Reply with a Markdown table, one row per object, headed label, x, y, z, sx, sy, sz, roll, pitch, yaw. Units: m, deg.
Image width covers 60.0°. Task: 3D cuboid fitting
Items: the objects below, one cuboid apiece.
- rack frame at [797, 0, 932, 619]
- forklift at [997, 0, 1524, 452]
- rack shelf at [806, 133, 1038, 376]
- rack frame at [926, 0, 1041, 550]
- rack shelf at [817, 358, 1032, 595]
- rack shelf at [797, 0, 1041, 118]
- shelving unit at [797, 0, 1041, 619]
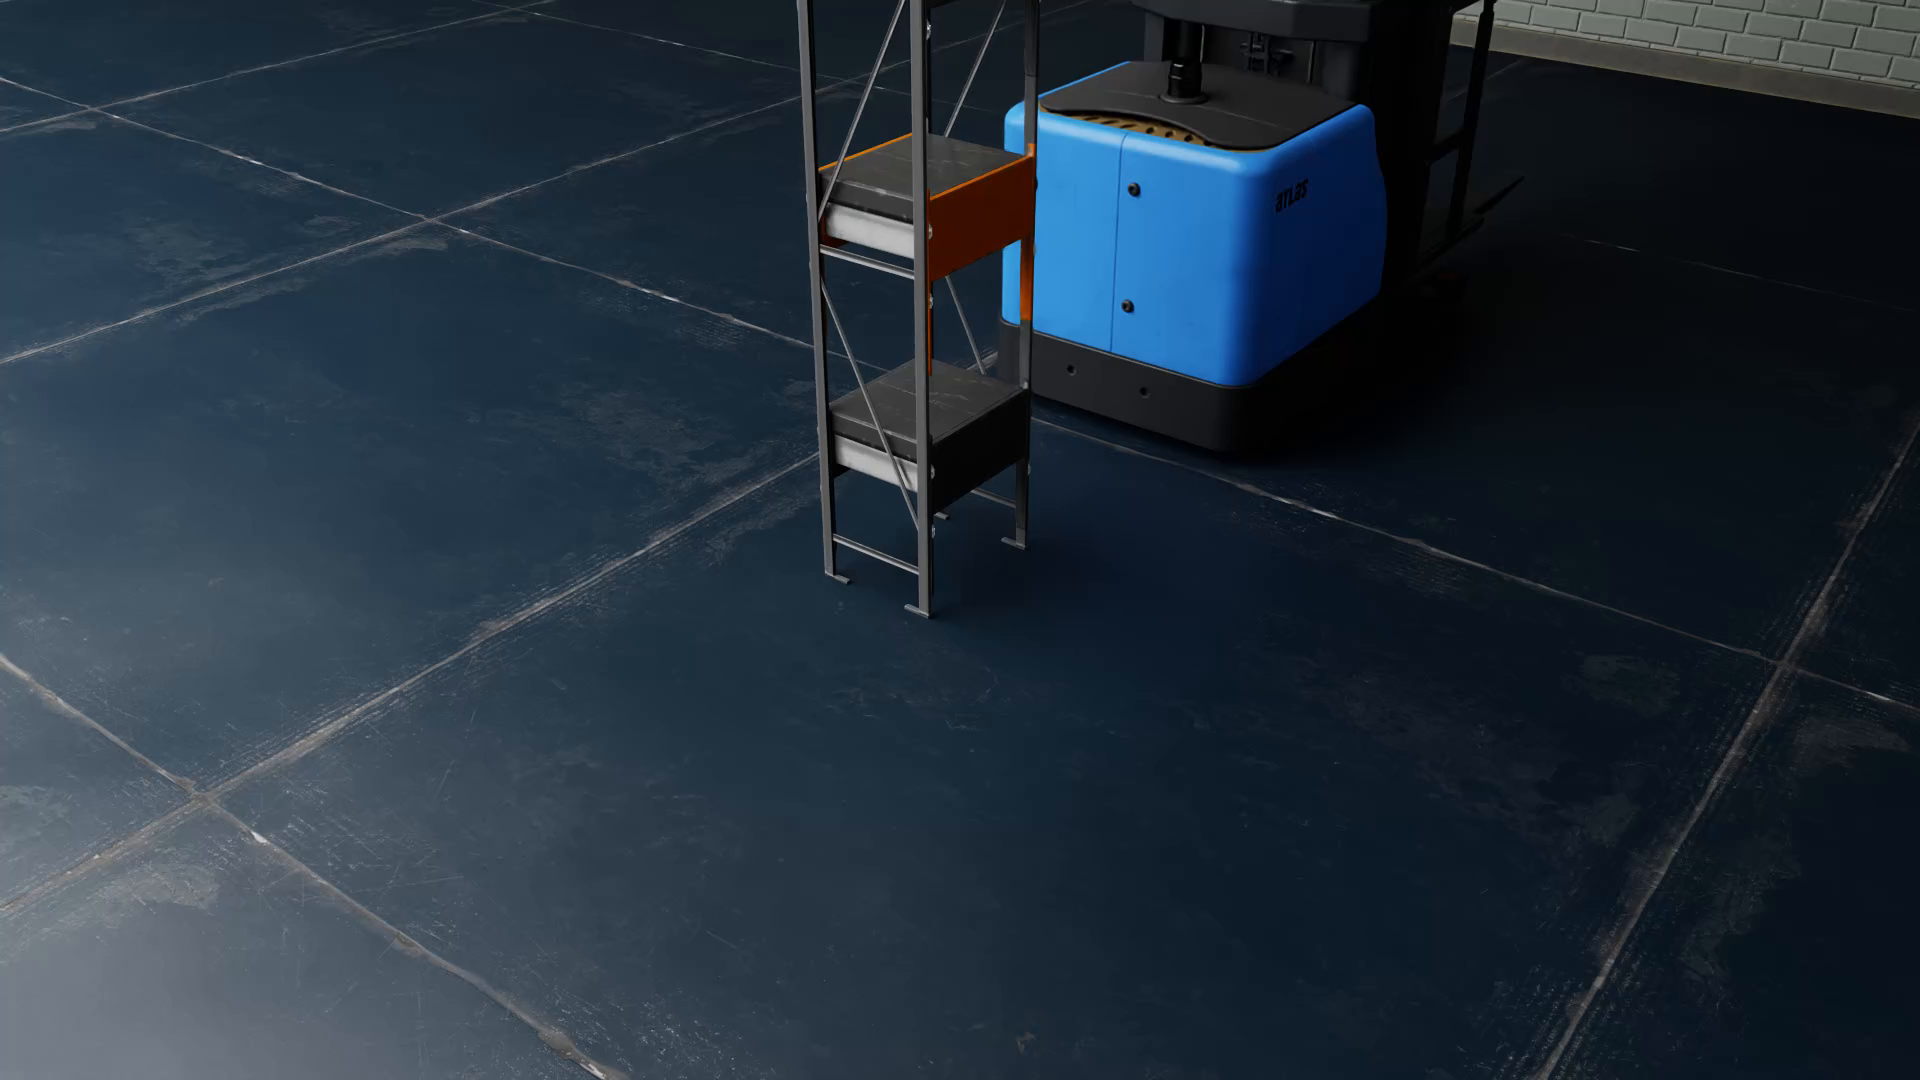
| label | x | y | z | sx | sy | sz | roll | pitch | yaw |
| --- | --- | --- | --- | --- | --- | --- | --- | --- | --- |
| rack frame | -0.247 | -0.737 | 4.434 | 0.400 | 2.100 | 0.015 | 21 | 37 | 31 |
| forklift | 1.425 | -2.249 | 6.170 | 1.130 | 2.935 | 3.031 | 21 | 37 | 31 |
| rack shelf | -0.100 | -0.824 | 4.608 | 0.431 | 0.518 | 0.480 | 21 | 37 | 31 |
| rack frame | 0.047 | -0.935 | 4.769 | 0.400 | 2.100 | 0.015 | 21 | 37 | 31 |
| rack shelf | -0.100 | -0.222 | 4.965 | 0.431 | 0.518 | 0.480 | 21 | 37 | 31 |
| rack shelf | -0.100 | -1.426 | 4.251 | 0.431 | 0.518 | 0.480 | 21 | 37 | 31 |
| shelving unit | -0.100 | -0.836 | 4.601 | 0.431 | 2.100 | 0.503 | 21 | 37 | 31 |
